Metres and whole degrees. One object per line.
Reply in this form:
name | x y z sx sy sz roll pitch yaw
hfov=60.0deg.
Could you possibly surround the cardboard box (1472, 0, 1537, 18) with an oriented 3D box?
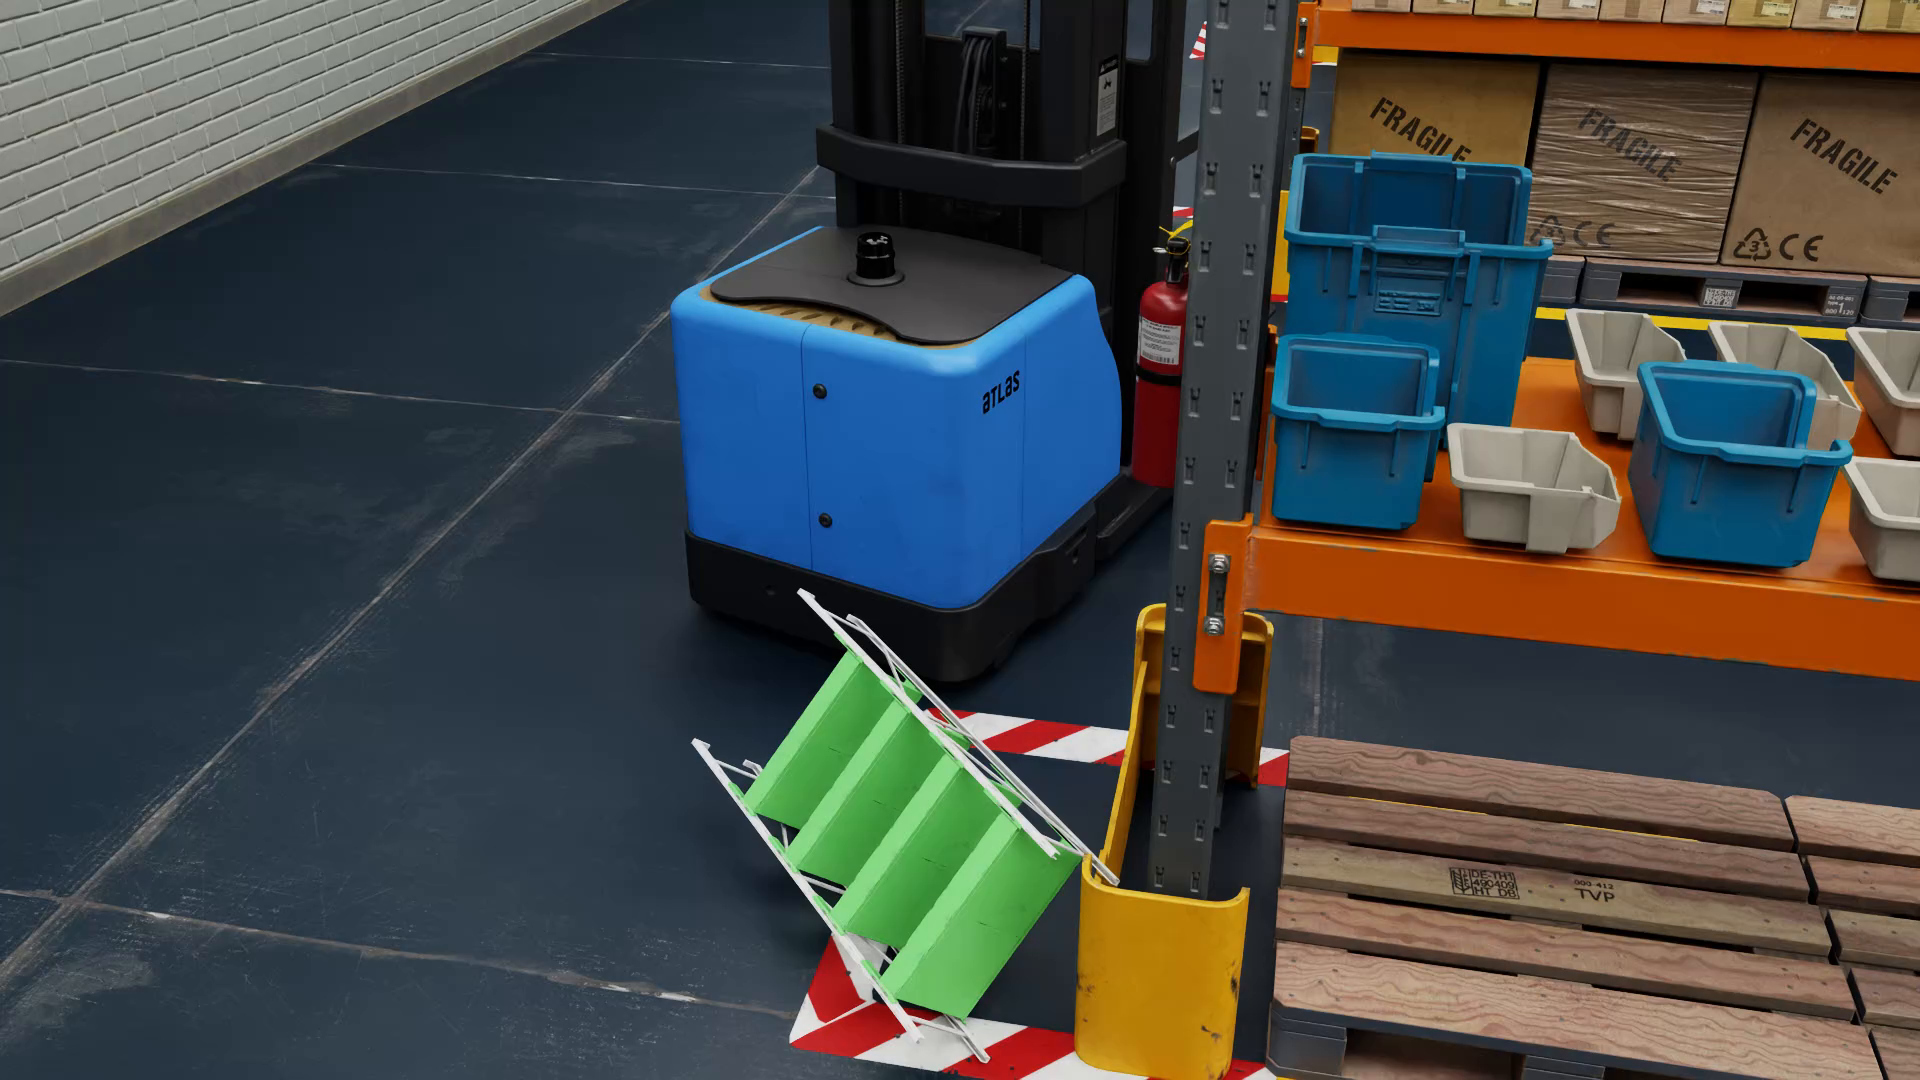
cardboard box | 2.372 -2.401 7.274 0.250 0.149 0.380 5 29 9

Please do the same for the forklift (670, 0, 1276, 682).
forklift | 0.310 -1.545 5.520 1.130 2.935 3.031 15 32 26

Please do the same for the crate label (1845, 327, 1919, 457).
crate label | 1.951 -0.288 3.365 0.243 0.136 0.396 6 29 11

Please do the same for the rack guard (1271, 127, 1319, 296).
rack guard | 1.568 -1.659 8.259 0.348 0.500 1.175 6 29 11

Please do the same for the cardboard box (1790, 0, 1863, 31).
cardboard box | 3.632 -2.273 7.040 0.250 0.149 0.380 6 29 11

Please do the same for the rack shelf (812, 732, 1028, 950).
rack shelf | -0.089 0.714 3.865 0.258 0.480 0.148 31 6 -42

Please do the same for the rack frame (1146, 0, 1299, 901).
rack frame | 0.558 -0.427 3.406 0.127 3.000 1.000 6 29 11

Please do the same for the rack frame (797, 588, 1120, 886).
rack frame | -0.038 0.439 3.977 0.240 0.015 1.200 31 6 -42

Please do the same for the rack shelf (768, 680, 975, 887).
rack shelf | -0.212 0.610 4.043 0.258 0.480 0.148 31 6 -42

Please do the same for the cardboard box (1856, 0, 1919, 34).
cardboard box | 3.880 -2.247 6.992 0.250 0.149 0.380 5 29 10

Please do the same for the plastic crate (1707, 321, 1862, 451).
plastic crate | 1.673 -0.305 3.395 0.243 0.136 0.396 6 29 11

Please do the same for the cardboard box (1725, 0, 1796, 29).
cardboard box | 3.375 -2.298 7.086 0.250 0.149 0.380 5 29 9

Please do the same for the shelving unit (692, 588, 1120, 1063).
shelving unit | -0.179 0.637 3.995 0.258 0.503 1.200 31 6 -42

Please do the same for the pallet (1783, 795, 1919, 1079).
pallet | 2.545 1.021 3.666 1.213 0.211 1.003 6 29 11

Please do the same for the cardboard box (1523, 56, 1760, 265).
cardboard box | 3.124 -1.887 7.849 0.875 0.875 0.875 6 29 11

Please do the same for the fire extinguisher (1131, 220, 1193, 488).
fire extinguisher | 0.505 -0.458 3.931 0.183 0.674 0.296 6 29 11

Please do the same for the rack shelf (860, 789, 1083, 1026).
rack shelf | 0.034 0.818 3.687 0.258 0.480 0.148 31 6 -42

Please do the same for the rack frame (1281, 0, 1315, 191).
rack frame | 1.592 -2.753 7.654 0.127 3.000 1.000 6 29 11

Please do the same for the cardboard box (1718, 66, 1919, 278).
cardboard box | 3.995 -1.798 7.686 0.875 0.875 0.875 6 29 11

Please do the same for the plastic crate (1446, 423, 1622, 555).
plastic crate | 1.027 -0.087 2.997 0.298 0.136 0.250 6 29 11

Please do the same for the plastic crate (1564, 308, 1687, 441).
plastic crate | 1.393 -0.341 3.461 0.243 0.136 0.396 6 29 11

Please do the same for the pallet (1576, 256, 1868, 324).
pallet | 3.580 -1.363 8.019 1.213 0.211 1.003 6 29 11

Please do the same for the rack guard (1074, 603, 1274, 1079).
rack guard | 0.531 0.673 3.999 0.348 0.500 1.175 6 29 11

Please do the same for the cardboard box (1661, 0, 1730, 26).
cardboard box | 3.128 -2.324 7.133 0.250 0.149 0.380 6 29 10

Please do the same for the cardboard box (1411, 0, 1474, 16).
cardboard box | 2.121 -2.427 7.321 0.250 0.149 0.380 5 29 10

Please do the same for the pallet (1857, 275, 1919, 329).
pallet | 4.776 -1.241 7.798 1.213 0.211 1.003 6 29 11

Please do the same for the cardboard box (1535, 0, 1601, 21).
cardboard box | 2.627 -2.376 7.228 0.250 0.149 0.380 5 29 10

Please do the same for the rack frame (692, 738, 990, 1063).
rack frame | -0.320 0.836 4.014 0.240 0.015 1.200 31 6 -42

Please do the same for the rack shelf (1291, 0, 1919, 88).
rack shelf | 3.548 -2.237 7.461 4.000 0.370 1.077 6 29 11

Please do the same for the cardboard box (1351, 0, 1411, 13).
cardboard box | 1.870 -2.452 7.367 0.250 0.149 0.380 6 29 11

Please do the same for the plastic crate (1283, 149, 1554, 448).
plastic crate | 0.924 -0.523 3.482 0.499 0.435 0.616 6 29 11

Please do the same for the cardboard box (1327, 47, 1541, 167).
cardboard box | 2.234 -1.978 8.015 0.875 0.875 0.875 6 29 11

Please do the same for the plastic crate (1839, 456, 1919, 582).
plastic crate | 1.690 -0.019 2.873 0.298 0.136 0.250 6 29 11

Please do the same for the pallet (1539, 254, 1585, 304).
pallet | 2.390 -1.486 8.245 1.213 0.211 1.003 6 29 11

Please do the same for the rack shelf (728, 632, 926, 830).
rack shelf | -0.335 0.505 4.221 0.258 0.480 0.148 31 6 -42

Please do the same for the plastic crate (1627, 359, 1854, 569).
plastic crate | 1.374 -0.134 2.983 0.300 0.233 0.416 6 29 11

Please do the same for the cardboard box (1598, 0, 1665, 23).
cardboard box | 2.875 -2.350 7.180 0.250 0.149 0.380 5 29 10

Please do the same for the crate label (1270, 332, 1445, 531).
crate label | 0.730 -0.200 3.104 0.303 0.233 0.416 6 29 11

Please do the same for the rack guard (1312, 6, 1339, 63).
rack guard | 2.801 -3.968 12.477 0.348 0.500 1.175 6 29 11

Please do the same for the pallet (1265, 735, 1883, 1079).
pallet | 1.356 0.897 3.891 1.213 0.211 1.003 6 29 11

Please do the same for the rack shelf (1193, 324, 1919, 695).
rack shelf | 2.513 0.089 3.212 4.000 0.370 1.077 6 29 11
